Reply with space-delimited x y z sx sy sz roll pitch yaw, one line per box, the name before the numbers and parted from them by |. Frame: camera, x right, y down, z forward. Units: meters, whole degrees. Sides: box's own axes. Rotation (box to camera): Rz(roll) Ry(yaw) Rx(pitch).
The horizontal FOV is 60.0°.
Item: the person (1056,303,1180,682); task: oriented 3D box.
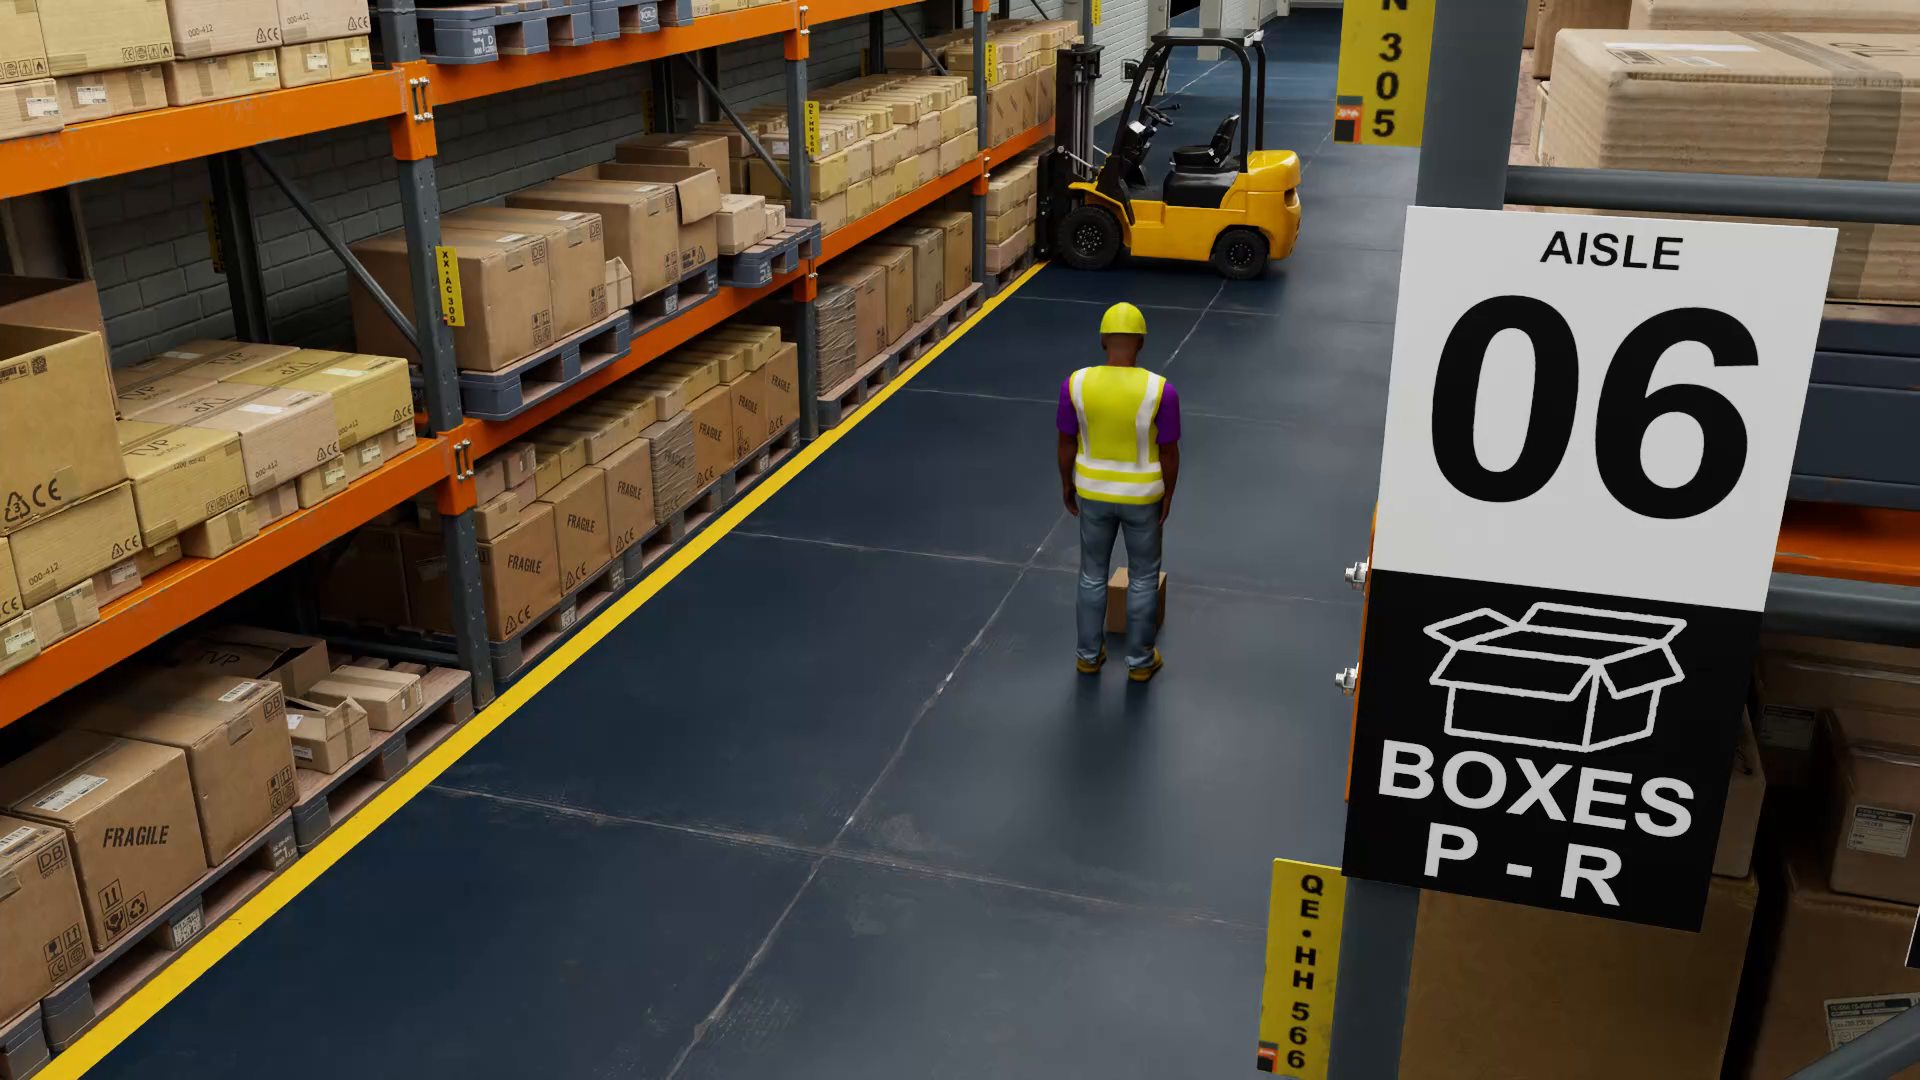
person | 0.719 -0.216 7.602 0.567 1.762 0.362 7 23 17
